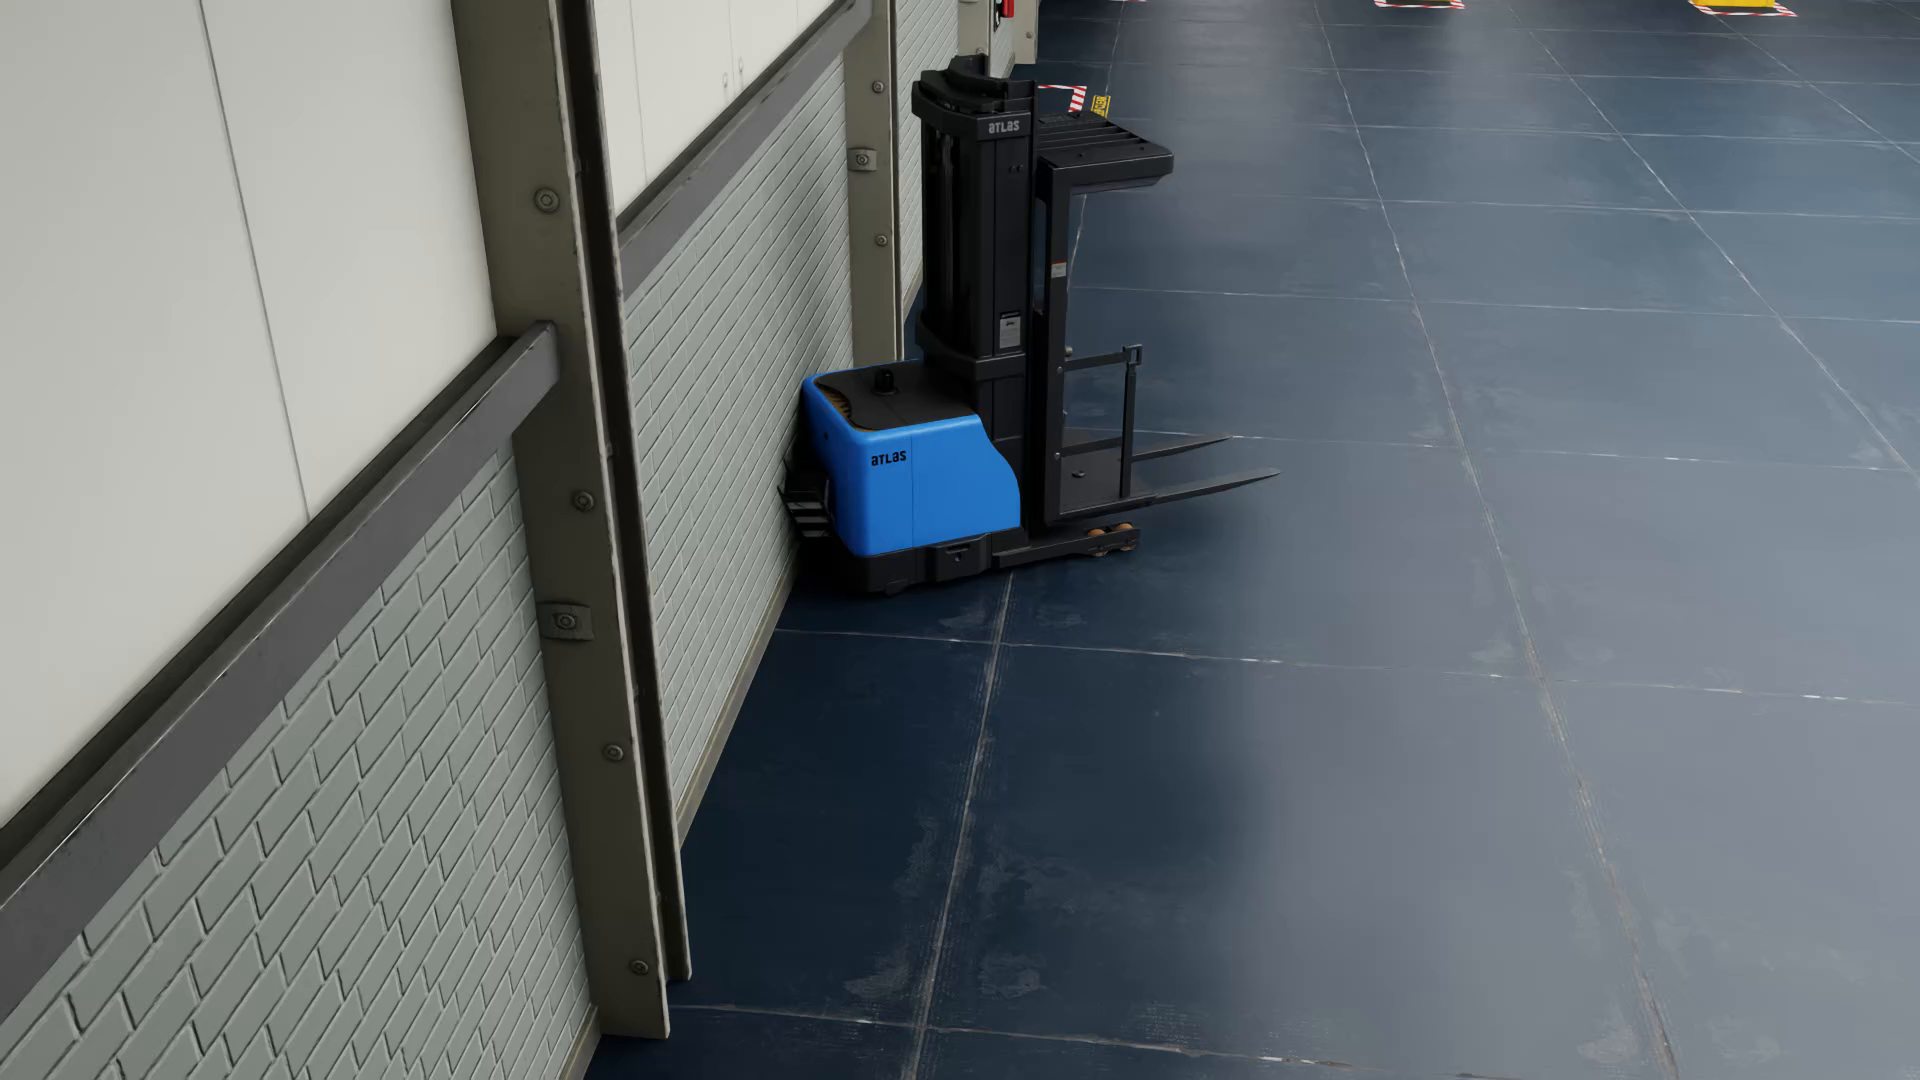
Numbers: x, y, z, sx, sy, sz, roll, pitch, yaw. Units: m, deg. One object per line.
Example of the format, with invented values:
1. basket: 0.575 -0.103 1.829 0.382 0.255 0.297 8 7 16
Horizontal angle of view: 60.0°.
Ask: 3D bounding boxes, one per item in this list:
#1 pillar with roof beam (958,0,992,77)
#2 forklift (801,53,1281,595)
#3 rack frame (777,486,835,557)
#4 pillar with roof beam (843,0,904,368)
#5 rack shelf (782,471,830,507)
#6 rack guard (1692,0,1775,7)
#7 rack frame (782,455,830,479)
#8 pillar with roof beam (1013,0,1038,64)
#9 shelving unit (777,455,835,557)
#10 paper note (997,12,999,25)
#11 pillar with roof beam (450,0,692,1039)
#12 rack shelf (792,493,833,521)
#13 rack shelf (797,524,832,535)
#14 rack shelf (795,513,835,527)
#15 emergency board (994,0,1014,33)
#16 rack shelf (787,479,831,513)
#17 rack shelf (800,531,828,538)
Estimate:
1. pillar with roof beam: 4.420 -7.429 14.845 9.100 9.000 0.400 3 28 6
2. forklift: 0.581 -1.406 10.062 3.031 2.935 1.130 -11 30 -20
3. rack frame: -0.876 -0.100 9.946 0.240 0.900 0.006 -1 63 10
4. pillar with roof beam: 3.685 -4.605 9.602 9.100 9.000 0.400 3 28 6
5. rack shelf: -0.906 -0.299 9.785 0.258 0.077 0.200 -1 63 10
6. rack guard: 12.186 -8.670 26.107 1.175 0.500 0.348 3 28 6
7. rack frame: -0.862 -0.281 10.038 0.240 0.900 0.006 -1 63 10
8. pillar with roof beam: 5.155 -10.254 20.087 9.100 9.000 0.400 3 28 6
9. shelving unit: -0.869 -0.191 9.992 0.258 0.900 0.210 -1 63 10
10. paper note: 0.452 -6.235 19.881 0.016 0.148 0.142 3 28 6
11. pillar with roof beam: 2.950 -1.781 4.360 9.100 9.000 0.400 3 28 6
12. rack shelf: -0.878 -0.217 9.943 0.258 0.077 0.200 -1 63 10
13. rack shelf: -0.850 -0.135 10.100 0.258 0.077 0.200 -1 63 10
14. rack shelf: -0.864 -0.176 10.021 0.258 0.077 0.200 -1 63 10
15. emergency board: 0.542 -6.702 19.819 0.194 1.169 0.643 3 28 6
16. rack shelf: -0.892 -0.258 9.864 0.258 0.077 0.200 -1 63 10
17. rack shelf: -0.836 -0.094 10.179 0.258 0.077 0.200 -1 63 10
